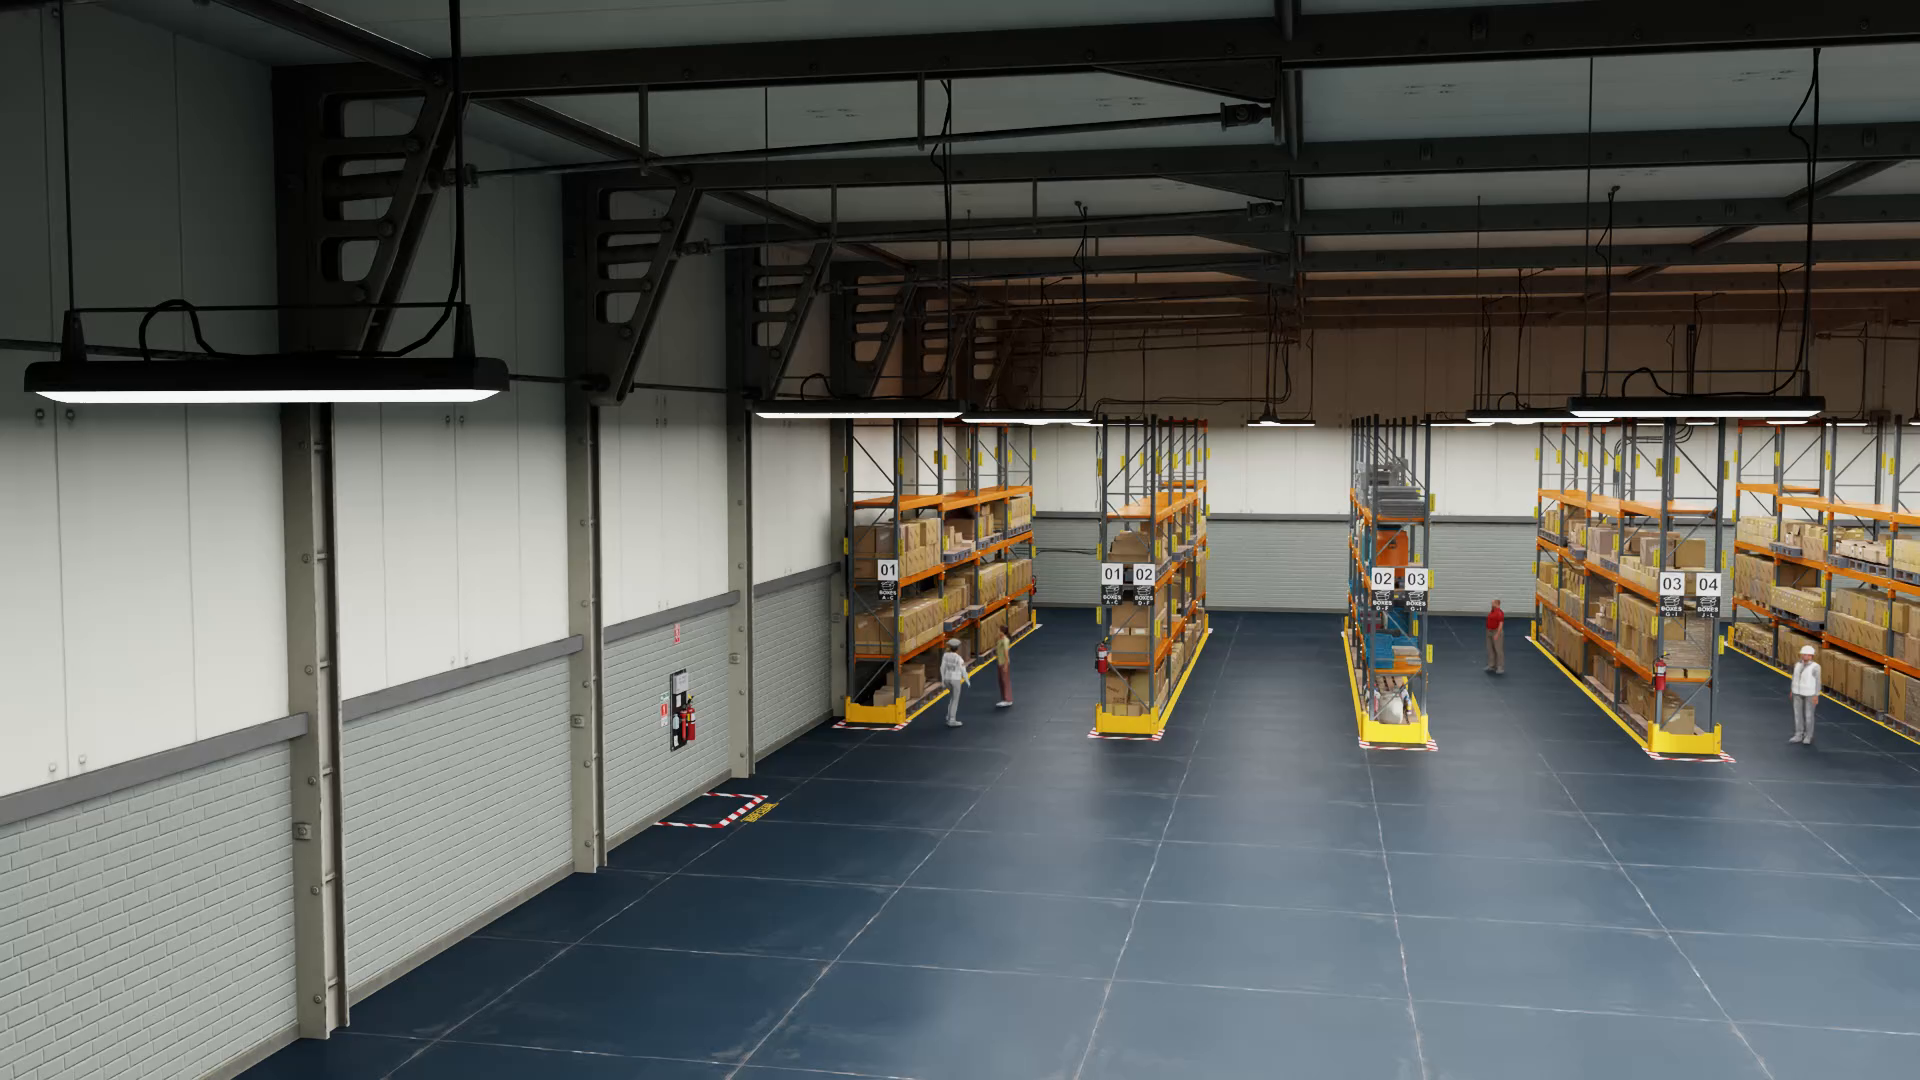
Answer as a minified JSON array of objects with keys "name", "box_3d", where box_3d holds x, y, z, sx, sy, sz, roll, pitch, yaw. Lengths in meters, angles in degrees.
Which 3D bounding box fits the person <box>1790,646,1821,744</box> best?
[{"name":"person","box_3d":[15.403,2.808,30.299,0.374,1.784,0.552,-2,4,-30]}]

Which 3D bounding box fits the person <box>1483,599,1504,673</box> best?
[{"name":"person","box_3d":[12.645,2.264,39.308,0.394,1.765,0.543,-2,4,-25]}]

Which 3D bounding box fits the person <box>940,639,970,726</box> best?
[{"name":"person","box_3d":[-0.090,2.750,32.123,0.491,1.713,0.517,-3,5,-42]}]

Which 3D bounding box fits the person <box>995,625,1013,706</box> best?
[{"name":"person","box_3d":[0.911,2.605,34.397,0.359,1.707,0.548,-1,4,-11]}]

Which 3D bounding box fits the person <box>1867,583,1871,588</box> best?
[{"name":"person","box_3d":[24.749,1.892,45.056,0.825,1.632,0.520,0,4,6]}]
